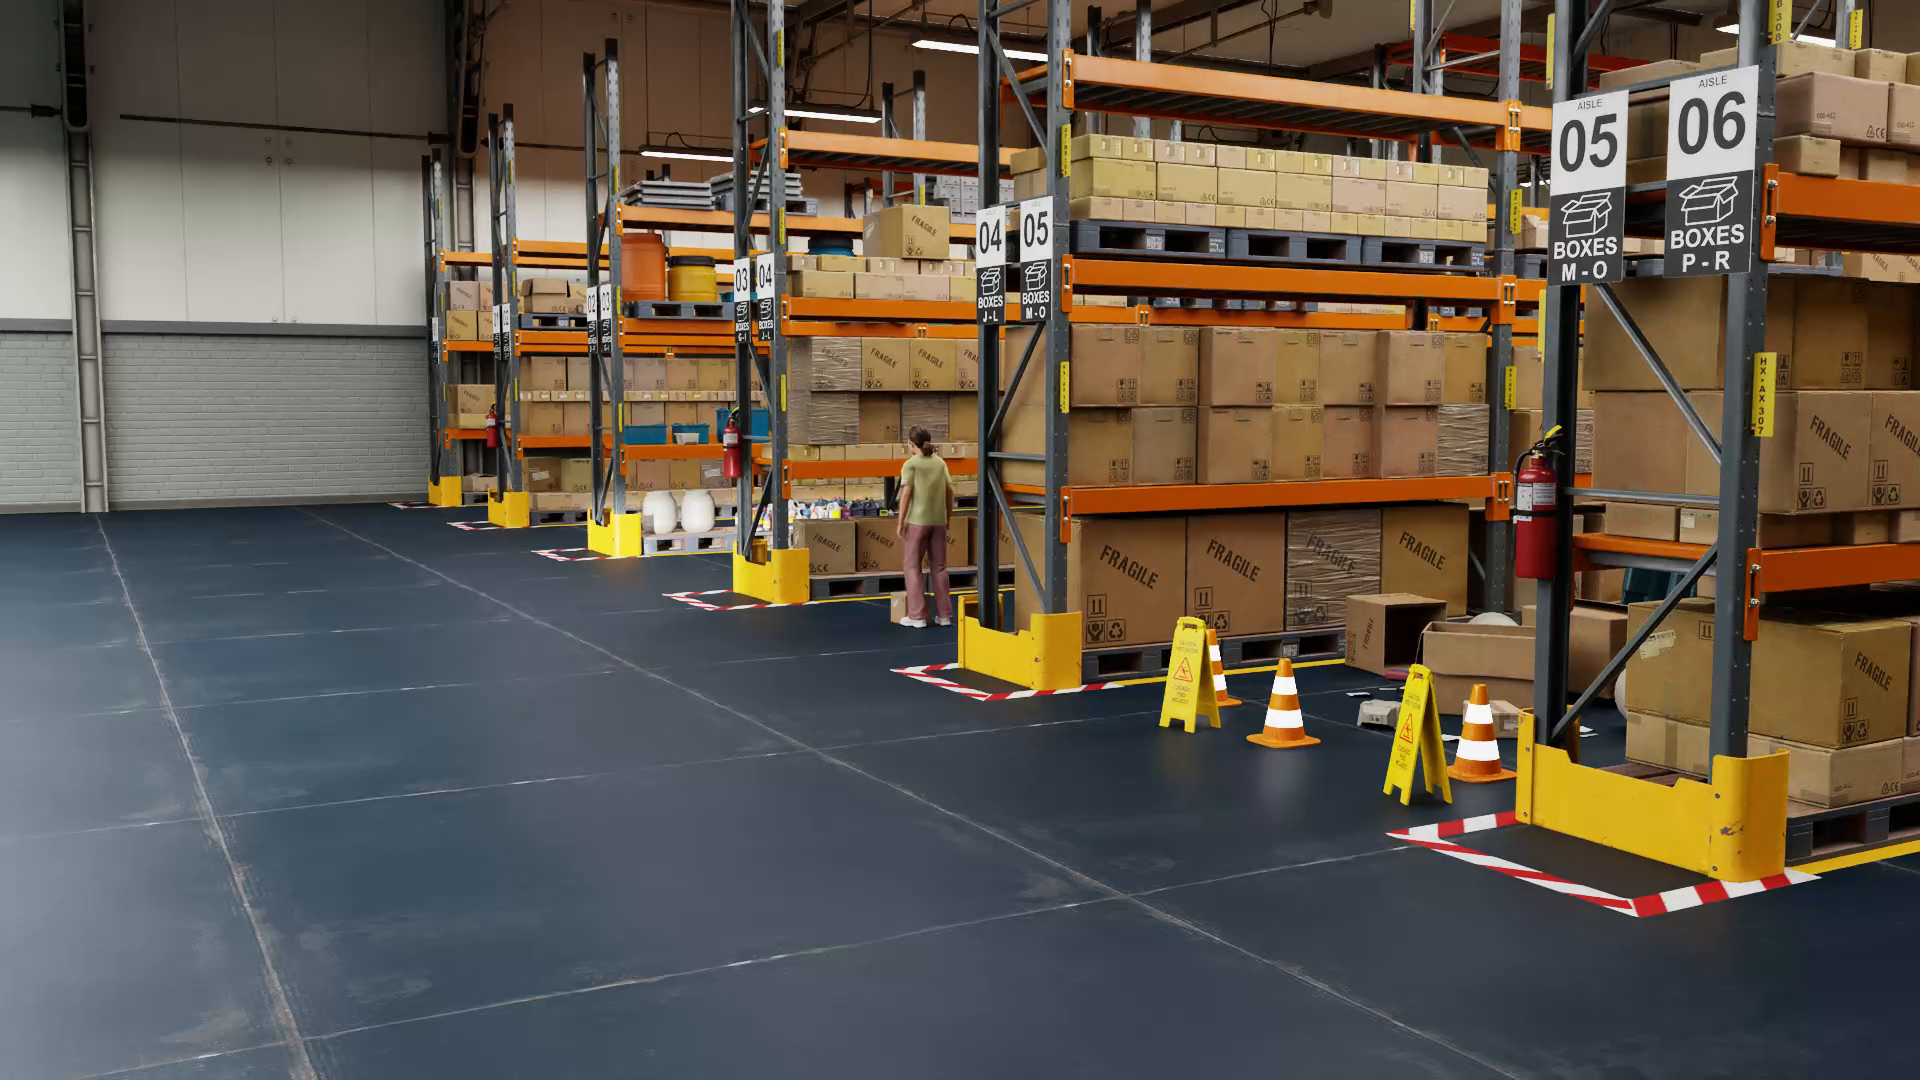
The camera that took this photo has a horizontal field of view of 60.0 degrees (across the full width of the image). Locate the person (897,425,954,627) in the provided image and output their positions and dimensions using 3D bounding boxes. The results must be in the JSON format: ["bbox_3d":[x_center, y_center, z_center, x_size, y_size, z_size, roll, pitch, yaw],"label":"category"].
[{"bbox_3d":[-0.294,-0.118,13.786,0.516,1.673,0.359,-3,6,-31],"label":"person"}]
